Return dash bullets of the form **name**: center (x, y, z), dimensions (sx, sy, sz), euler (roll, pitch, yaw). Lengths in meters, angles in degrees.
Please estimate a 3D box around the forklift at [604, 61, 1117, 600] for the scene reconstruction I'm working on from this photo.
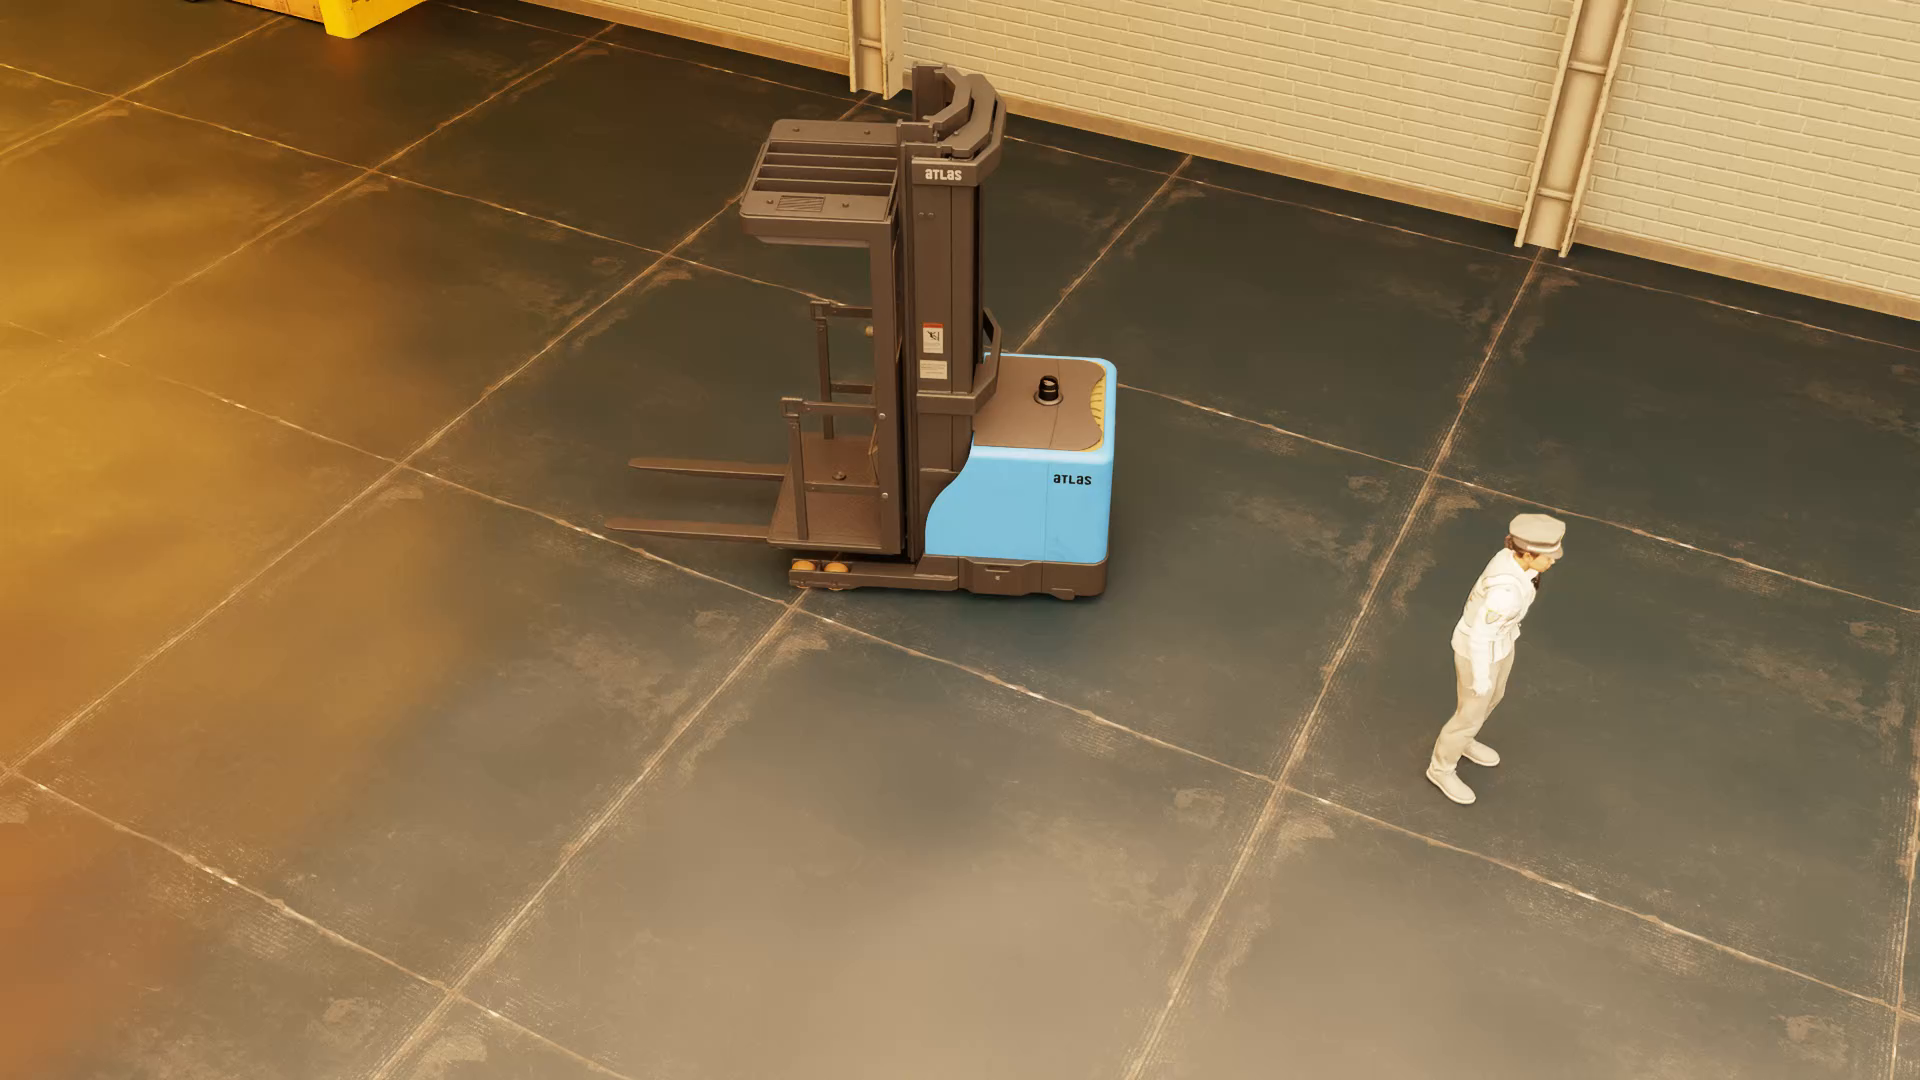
- **forklift**: center (-0.606, -1.157, 9.360), dimensions (3.031, 2.935, 1.130), euler (3, 40, 4)

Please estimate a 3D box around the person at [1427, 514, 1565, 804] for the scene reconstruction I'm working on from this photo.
- **person**: center (2.655, 0.554, 8.314), dimensions (0.375, 1.664, 0.546), euler (23, 45, 25)
